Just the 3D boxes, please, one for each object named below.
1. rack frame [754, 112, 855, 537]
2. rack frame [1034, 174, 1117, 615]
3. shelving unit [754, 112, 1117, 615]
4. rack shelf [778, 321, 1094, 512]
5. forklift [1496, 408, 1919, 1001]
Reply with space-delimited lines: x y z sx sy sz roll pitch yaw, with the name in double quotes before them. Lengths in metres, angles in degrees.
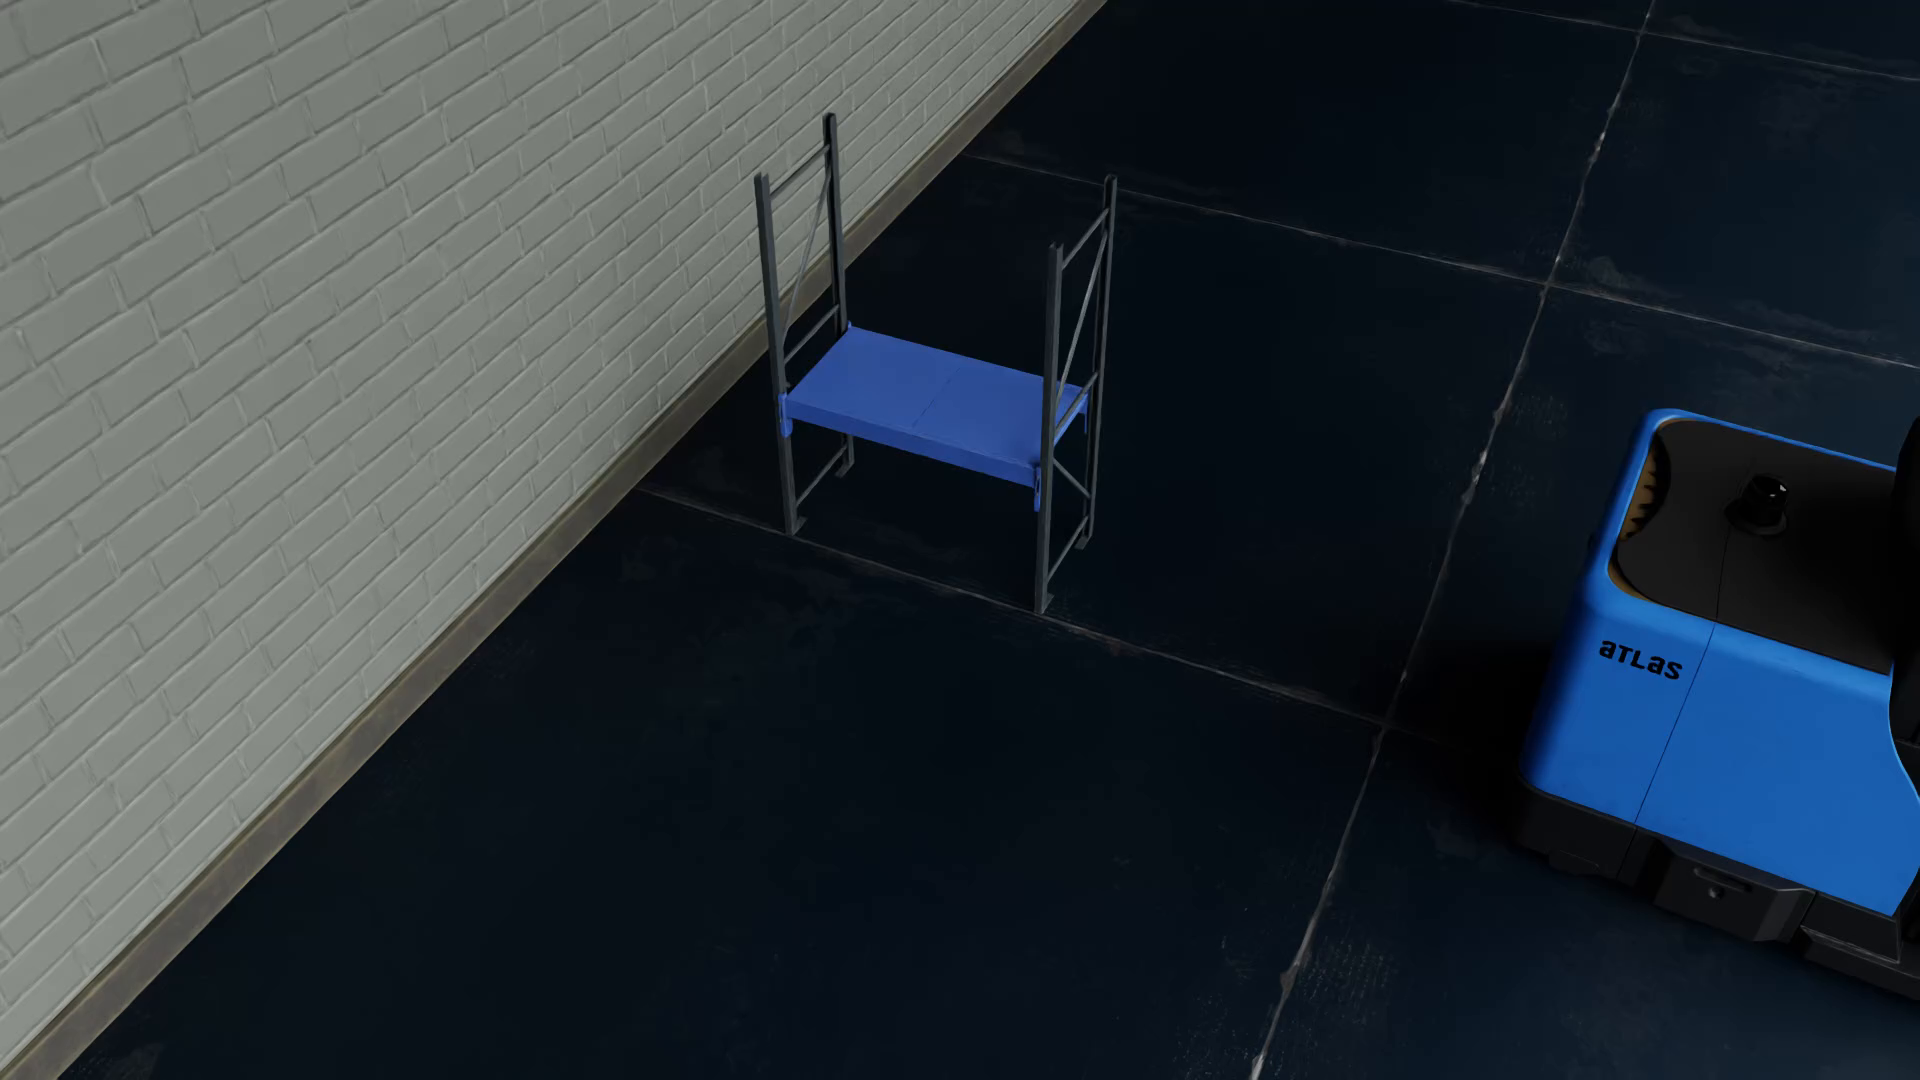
"rack frame" -0.538 -0.731 5.948 0.032 1.500 0.500 17 44 19
"rack frame" 0.383 -0.450 5.624 0.032 1.500 0.500 17 44 19
"shelving unit" -0.077 -0.590 5.786 1.048 1.500 0.538 17 44 19
"rack shelf" -0.077 -0.454 5.904 1.000 0.185 0.538 17 44 19
"forklift" 3.205 0.009 4.002 3.031 2.935 1.130 19 44 21
